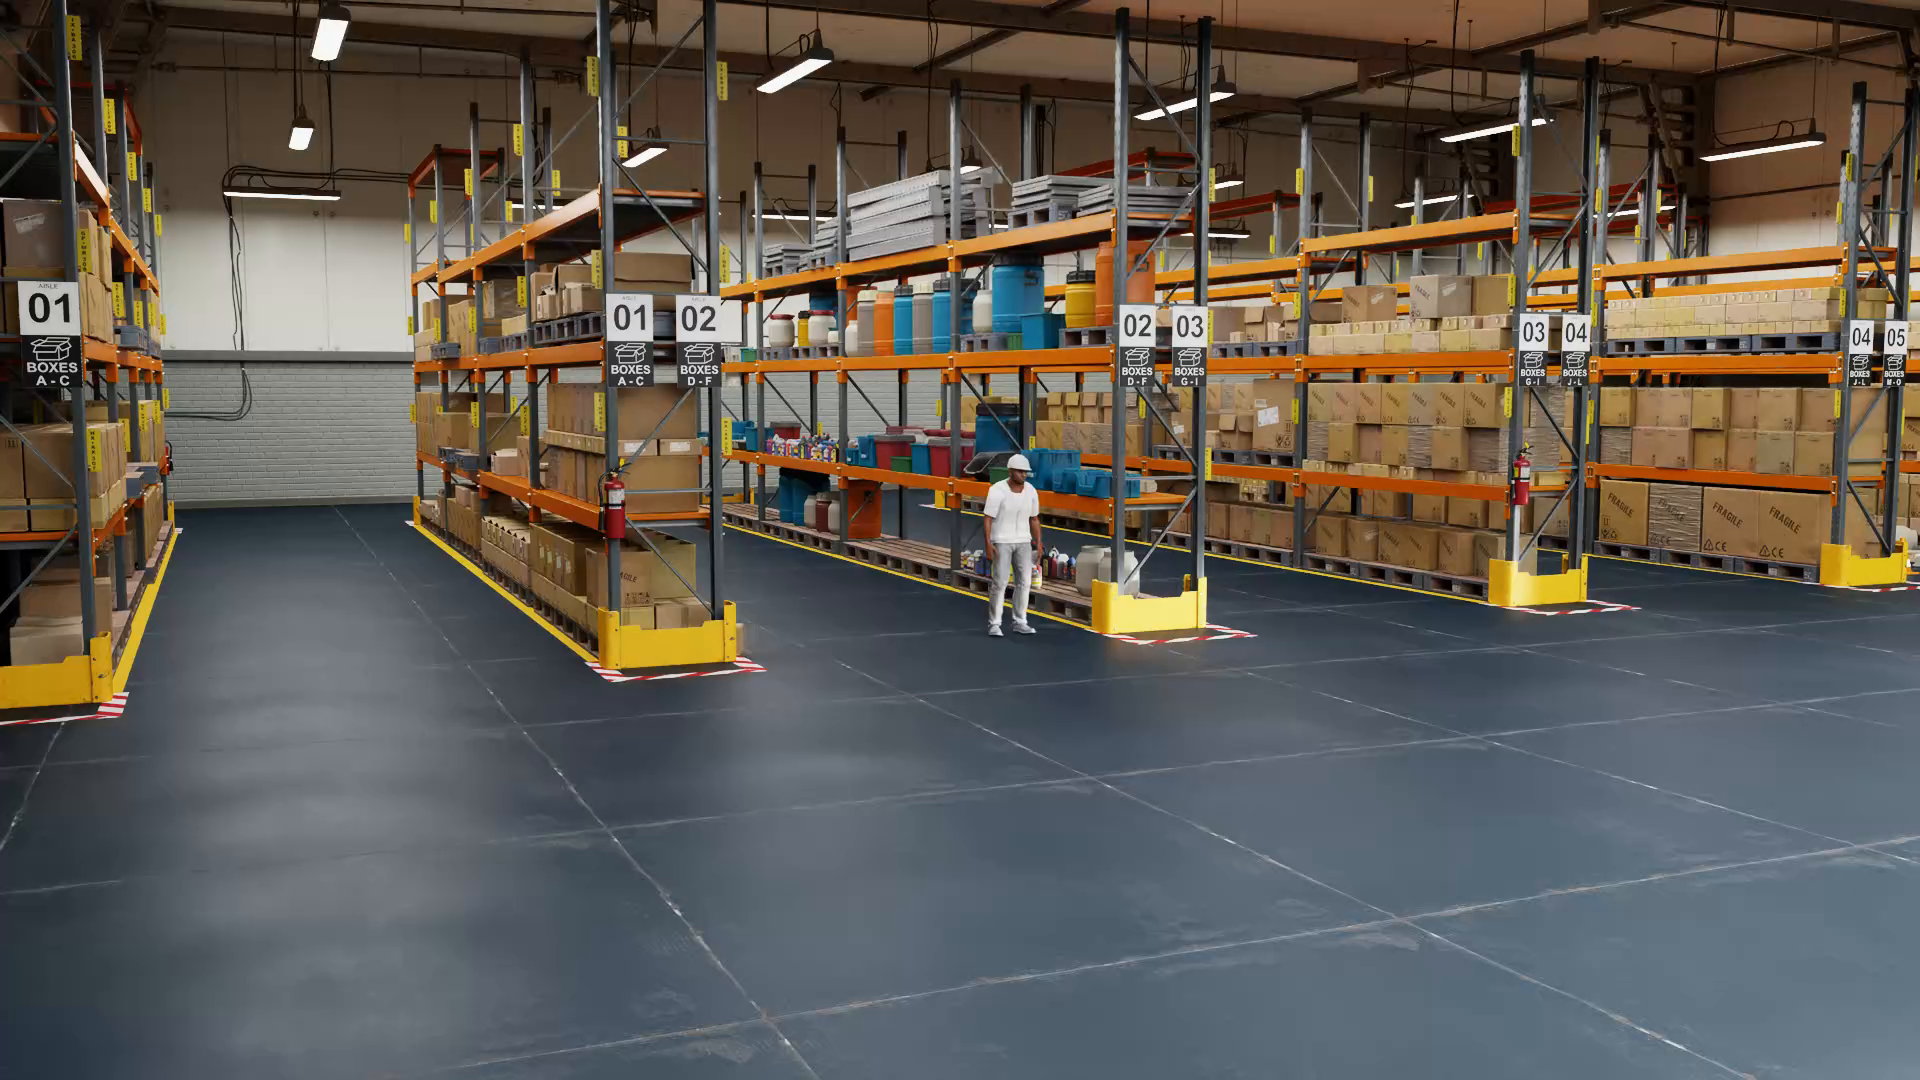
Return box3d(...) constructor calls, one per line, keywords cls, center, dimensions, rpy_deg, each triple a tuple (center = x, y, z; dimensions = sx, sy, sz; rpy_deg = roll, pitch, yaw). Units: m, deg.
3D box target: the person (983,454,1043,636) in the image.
box3d(cls="person", center=(0.520, 0.043, 16.204), dimensions=(0.636, 1.761, 0.454), rpy_deg=(-3, 6, -27))
